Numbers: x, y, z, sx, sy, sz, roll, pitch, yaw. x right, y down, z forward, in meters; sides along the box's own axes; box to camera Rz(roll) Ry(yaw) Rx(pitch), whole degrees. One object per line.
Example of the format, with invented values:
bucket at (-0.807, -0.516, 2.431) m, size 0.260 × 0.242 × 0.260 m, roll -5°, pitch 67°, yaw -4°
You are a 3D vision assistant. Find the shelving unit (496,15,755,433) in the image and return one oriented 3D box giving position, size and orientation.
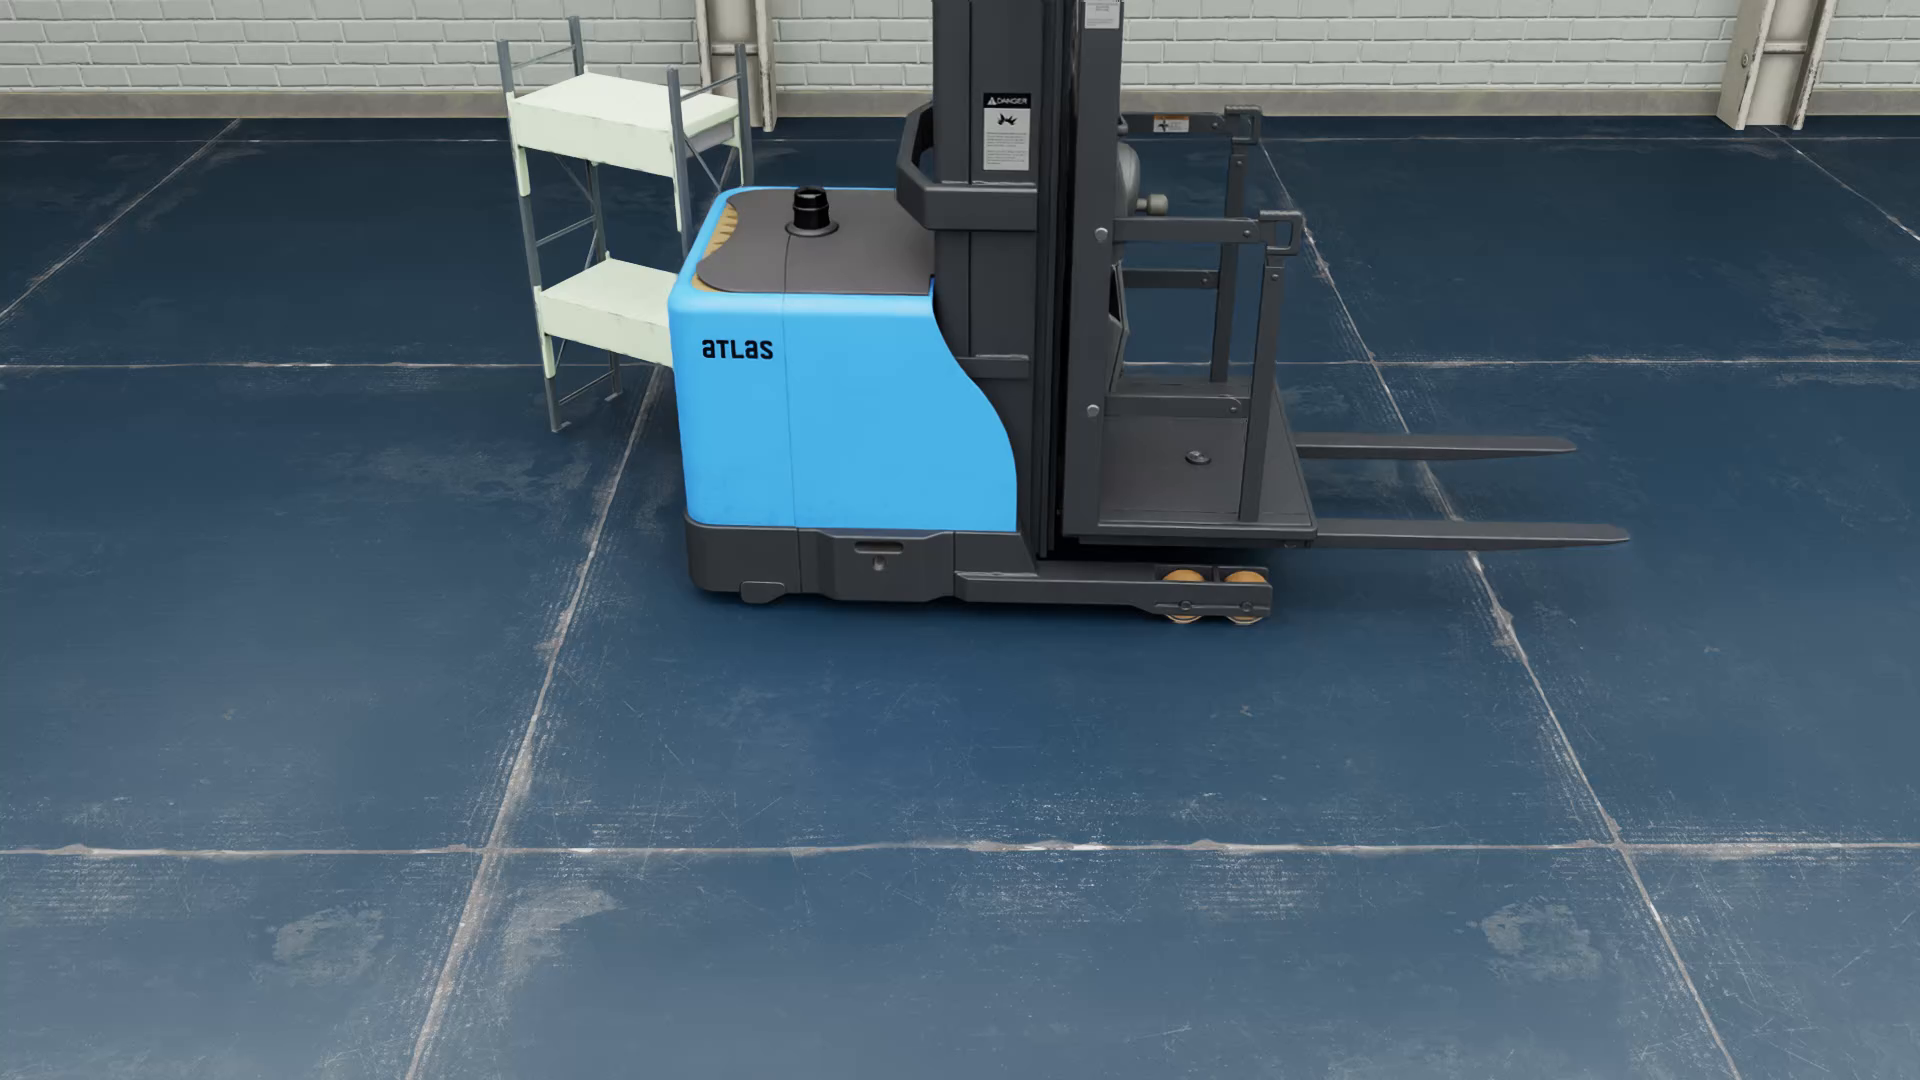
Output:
shelving unit at (-1.154, -1.052, 6.038) m, size 0.755 × 1.500 × 0.431 m, roll 17°, pitch 35°, yaw 25°

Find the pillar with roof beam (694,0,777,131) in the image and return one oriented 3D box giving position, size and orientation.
pillar with roof beam at (-1.261, -4.069, 3.781) m, size 0.400 × 9.000 × 9.100 m, roll 0°, pitch 31°, yaw 0°

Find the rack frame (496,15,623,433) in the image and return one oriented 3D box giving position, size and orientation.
rack frame at (-1.472, -1.146, 6.194) m, size 0.023 × 1.500 × 0.400 m, roll 17°, pitch 35°, yaw 25°

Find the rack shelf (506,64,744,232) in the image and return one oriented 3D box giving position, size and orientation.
rack shelf at (-1.154, -1.386, 5.835) m, size 0.720 × 0.370 × 0.431 m, roll 17°, pitch 35°, yaw 25°

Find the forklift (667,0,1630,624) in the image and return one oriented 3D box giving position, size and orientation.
forklift at (0.648, -1.269, 5.015) m, size 3.031 × 2.935 × 1.130 m, roll 1°, pitch 31°, yaw 2°

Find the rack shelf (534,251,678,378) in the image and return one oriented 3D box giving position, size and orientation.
rack shelf at (-1.154, -0.773, 6.207) m, size 0.720 × 0.370 × 0.431 m, roll 17°, pitch 35°, yaw 25°

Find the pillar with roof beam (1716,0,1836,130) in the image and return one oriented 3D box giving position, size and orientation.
pillar with roof beam at (4.739, -4.087, 3.811) m, size 0.400 × 9.000 × 9.100 m, roll 0°, pitch 31°, yaw 0°

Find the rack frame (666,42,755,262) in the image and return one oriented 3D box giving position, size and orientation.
rack frame at (-0.837, -0.957, 5.882) m, size 0.023 × 1.500 × 0.400 m, roll 17°, pitch 35°, yaw 25°
